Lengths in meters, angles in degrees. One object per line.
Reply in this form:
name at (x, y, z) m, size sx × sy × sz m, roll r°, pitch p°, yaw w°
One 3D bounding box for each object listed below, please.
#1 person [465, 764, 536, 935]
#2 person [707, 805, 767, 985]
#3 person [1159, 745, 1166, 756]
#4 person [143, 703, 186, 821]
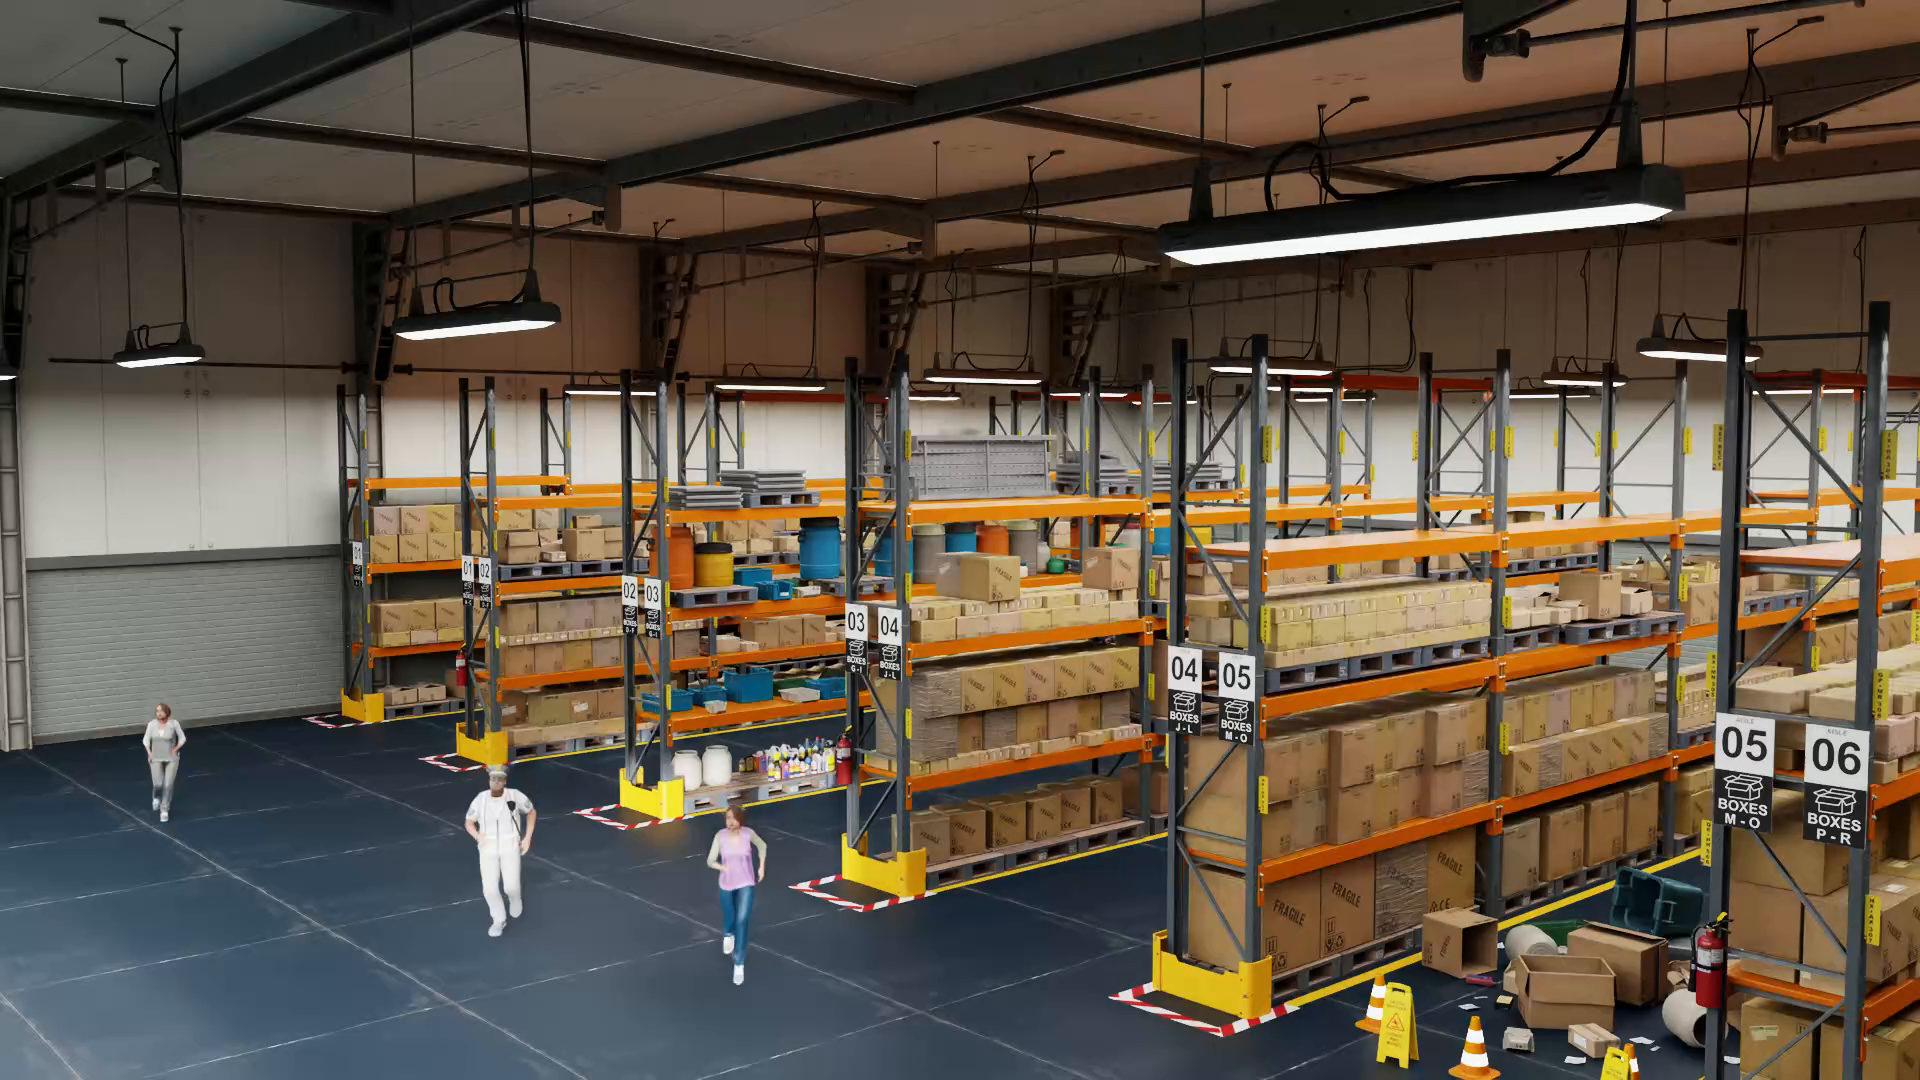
person at (-4.732, 3.171, 17.108) m, size 0.705 × 1.752 × 0.611 m, roll -1°, pitch 4°, yaw -11°
person at (-2.130, 3.320, 15.911) m, size 0.548 × 1.615 × 0.881 m, roll 0°, pitch 4°, yaw -1°
person at (3.433, 2.597, 26.633) m, size 0.622 × 1.685 × 0.683 m, roll 4°, pitch 5°, yaw 43°
person at (-10.572, 2.941, 22.108) m, size 0.527 × 1.569 × 0.569 m, roll -1°, pitch 4°, yaw -20°
